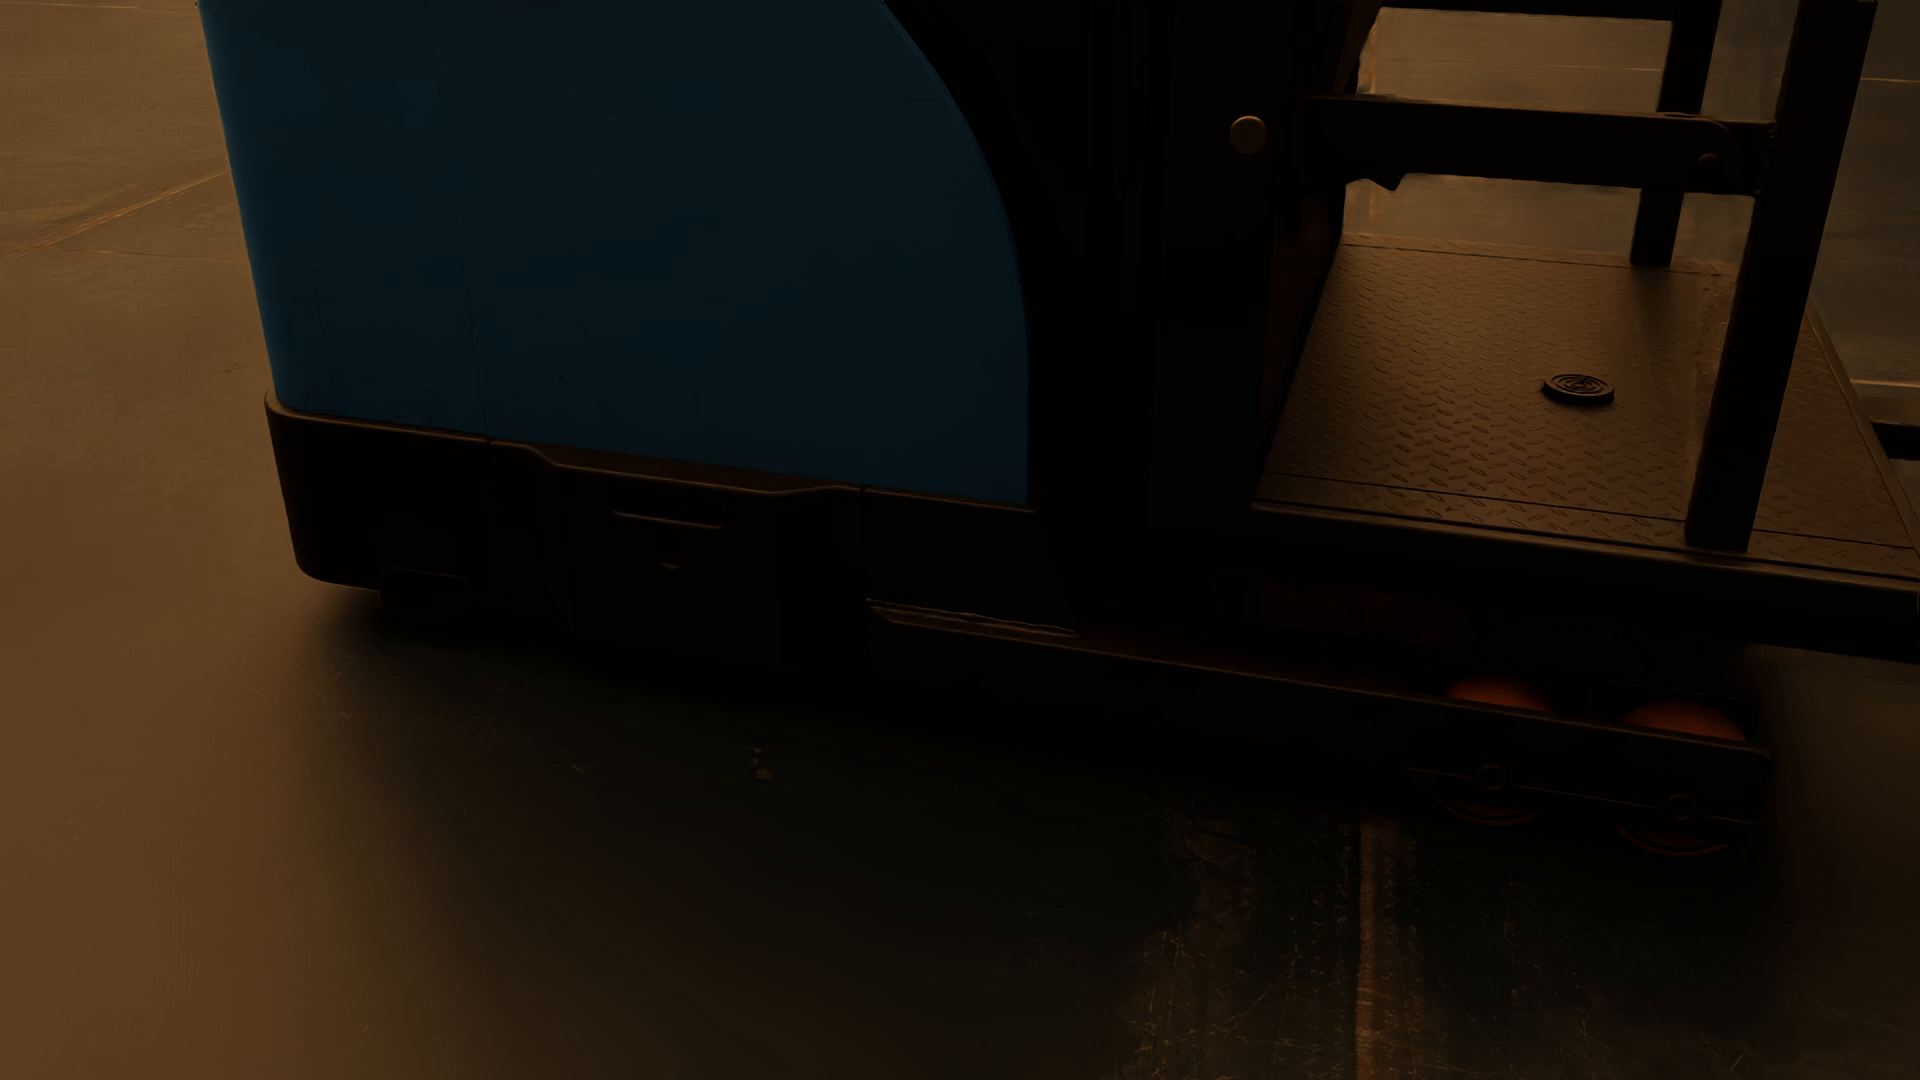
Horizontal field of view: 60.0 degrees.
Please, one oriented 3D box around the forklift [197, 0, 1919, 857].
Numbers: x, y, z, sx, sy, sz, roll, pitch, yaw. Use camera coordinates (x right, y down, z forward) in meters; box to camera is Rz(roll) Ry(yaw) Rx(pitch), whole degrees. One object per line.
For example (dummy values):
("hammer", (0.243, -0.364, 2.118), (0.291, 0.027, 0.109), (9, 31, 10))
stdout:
("forklift", (0.656, -1.231, 1.686), (3.031, 2.935, 1.130), (8, 28, 15))
